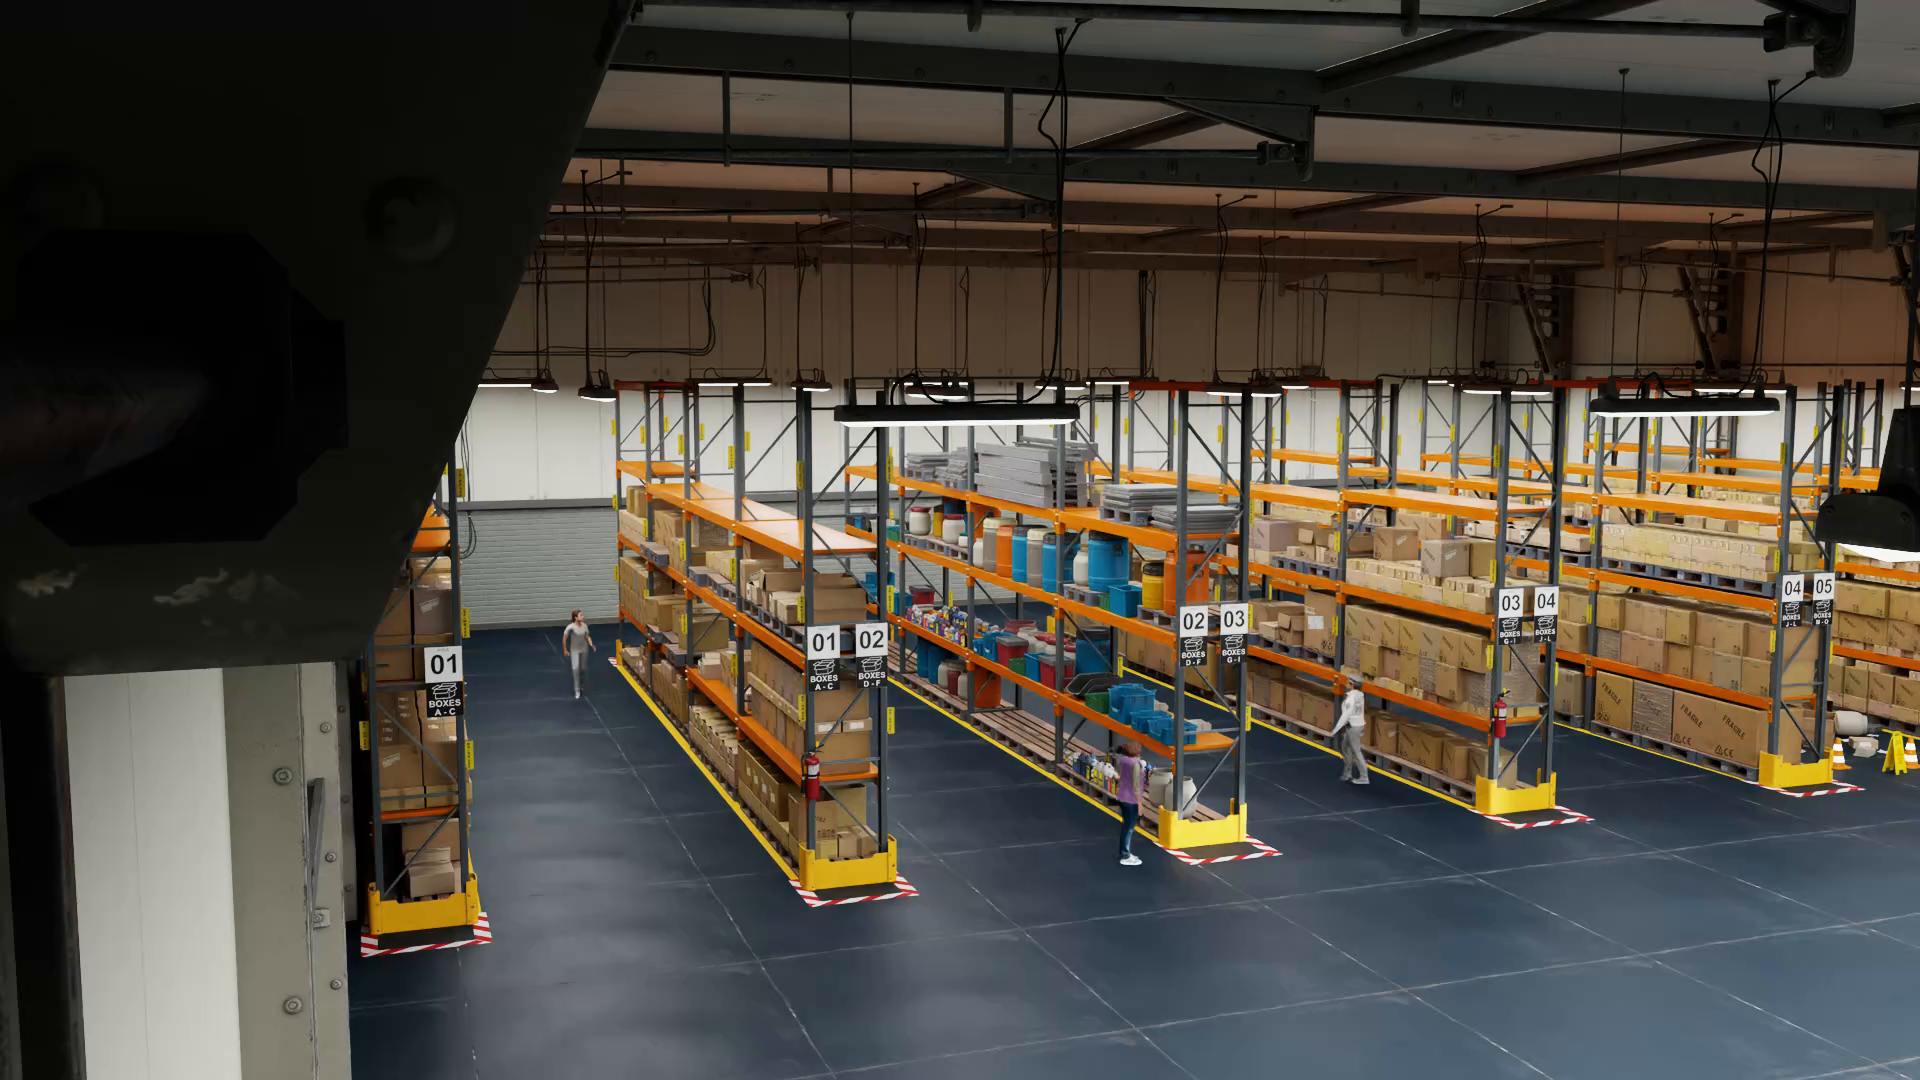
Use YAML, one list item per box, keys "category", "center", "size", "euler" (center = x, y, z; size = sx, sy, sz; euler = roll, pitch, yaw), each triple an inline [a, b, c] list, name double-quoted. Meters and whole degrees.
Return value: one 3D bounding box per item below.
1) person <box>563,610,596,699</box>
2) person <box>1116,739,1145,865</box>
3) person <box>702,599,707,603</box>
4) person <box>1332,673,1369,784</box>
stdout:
- category: "person"
  center: [-7.315, 2.165, 31.917]
  size: [0.591, 1.672, 0.932]
  euler: [-2, 6, -18]
- category: "person"
  center: [2.177, 3.333, 21.073]
  size: [0.366, 1.628, 0.501]
  euler: [-2, 6, -21]
- category: "person"
  center: [-6.047, 1.539, 37.682]
  size: [0.689, 1.854, 0.796]
  euler: [-3, 7, -24]
- category: "person"
  center: [5.921, 2.870, 25.076]
  size: [0.580, 1.746, 0.546]
  euler: [4, 7, 33]
